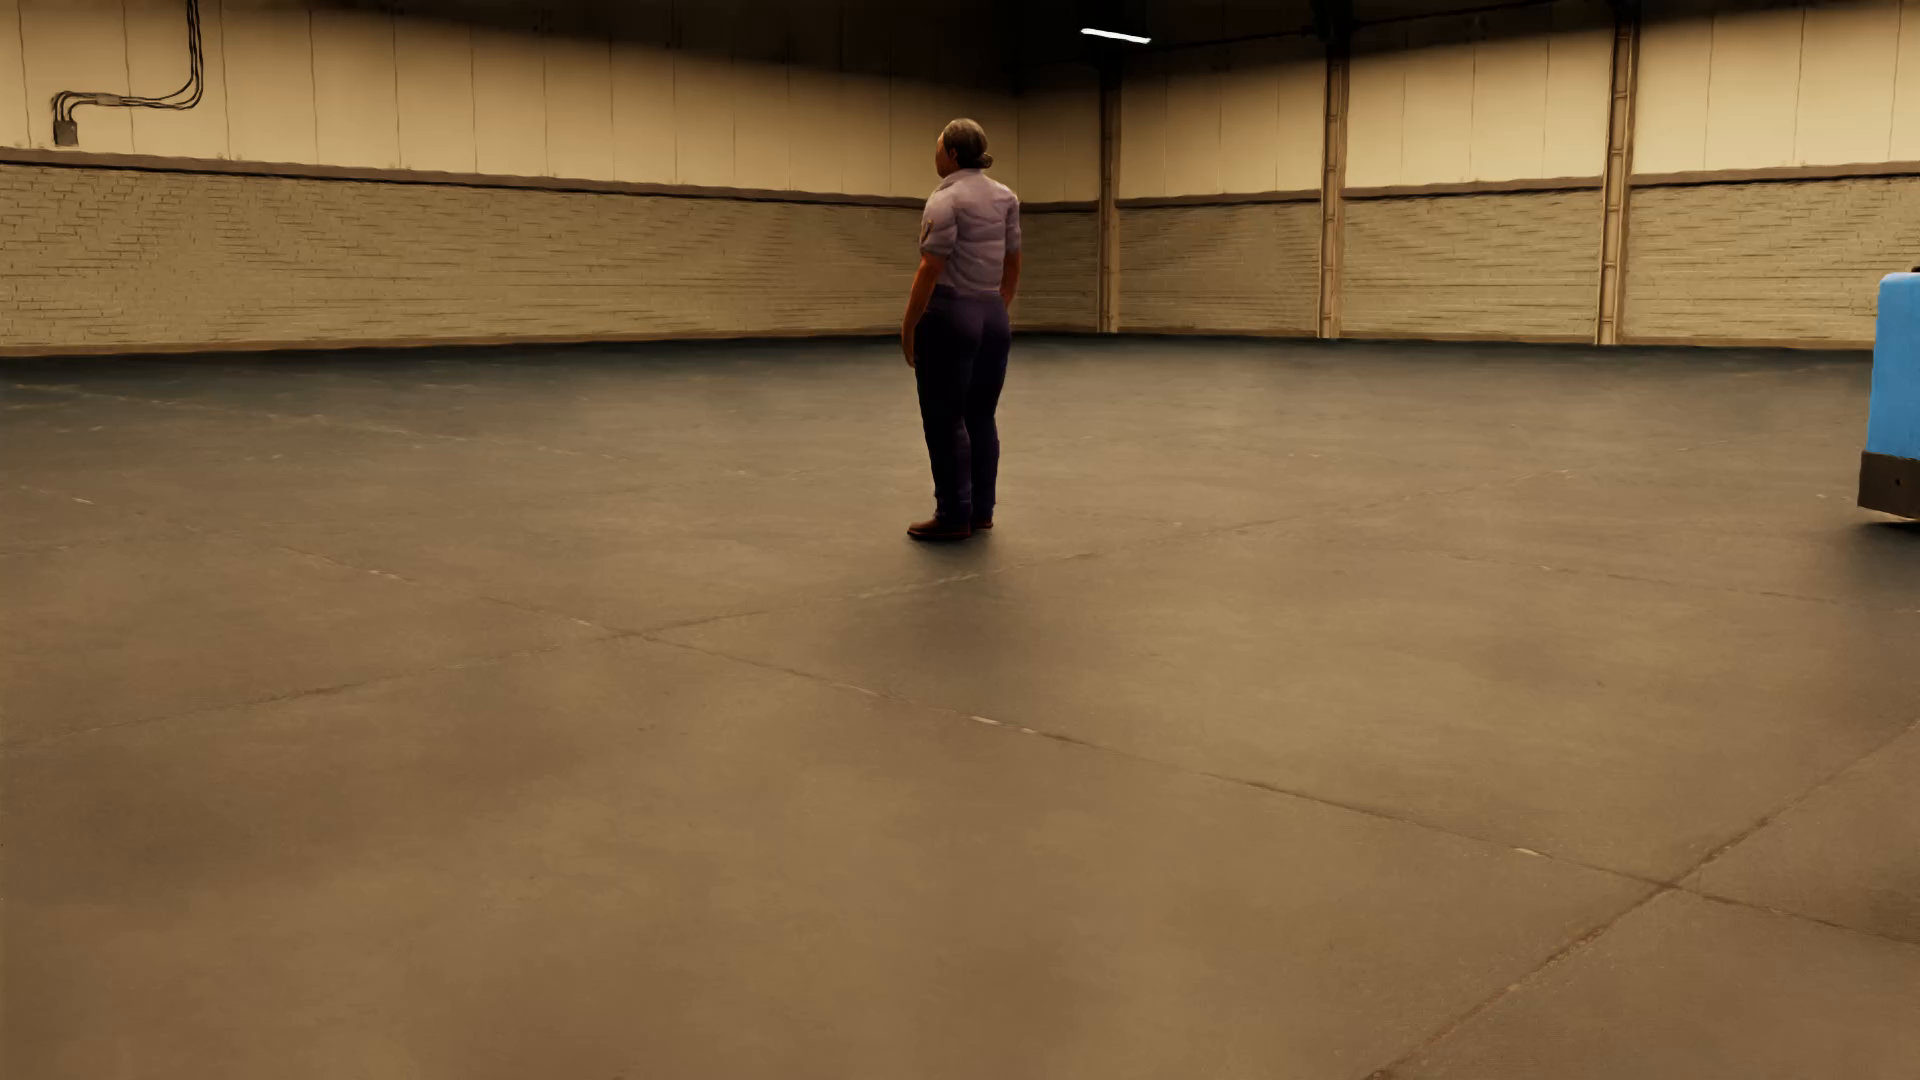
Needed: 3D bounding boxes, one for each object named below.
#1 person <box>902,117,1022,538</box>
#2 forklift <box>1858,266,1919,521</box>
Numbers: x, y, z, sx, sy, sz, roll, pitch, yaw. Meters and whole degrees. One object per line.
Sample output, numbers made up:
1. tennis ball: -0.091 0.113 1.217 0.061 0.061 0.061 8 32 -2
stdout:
1. person: -0.049 -0.834 6.671 0.502 1.650 0.599 8 12 43
2. forklift: 5.413 -1.461 6.577 3.031 2.935 1.130 0 9 0
